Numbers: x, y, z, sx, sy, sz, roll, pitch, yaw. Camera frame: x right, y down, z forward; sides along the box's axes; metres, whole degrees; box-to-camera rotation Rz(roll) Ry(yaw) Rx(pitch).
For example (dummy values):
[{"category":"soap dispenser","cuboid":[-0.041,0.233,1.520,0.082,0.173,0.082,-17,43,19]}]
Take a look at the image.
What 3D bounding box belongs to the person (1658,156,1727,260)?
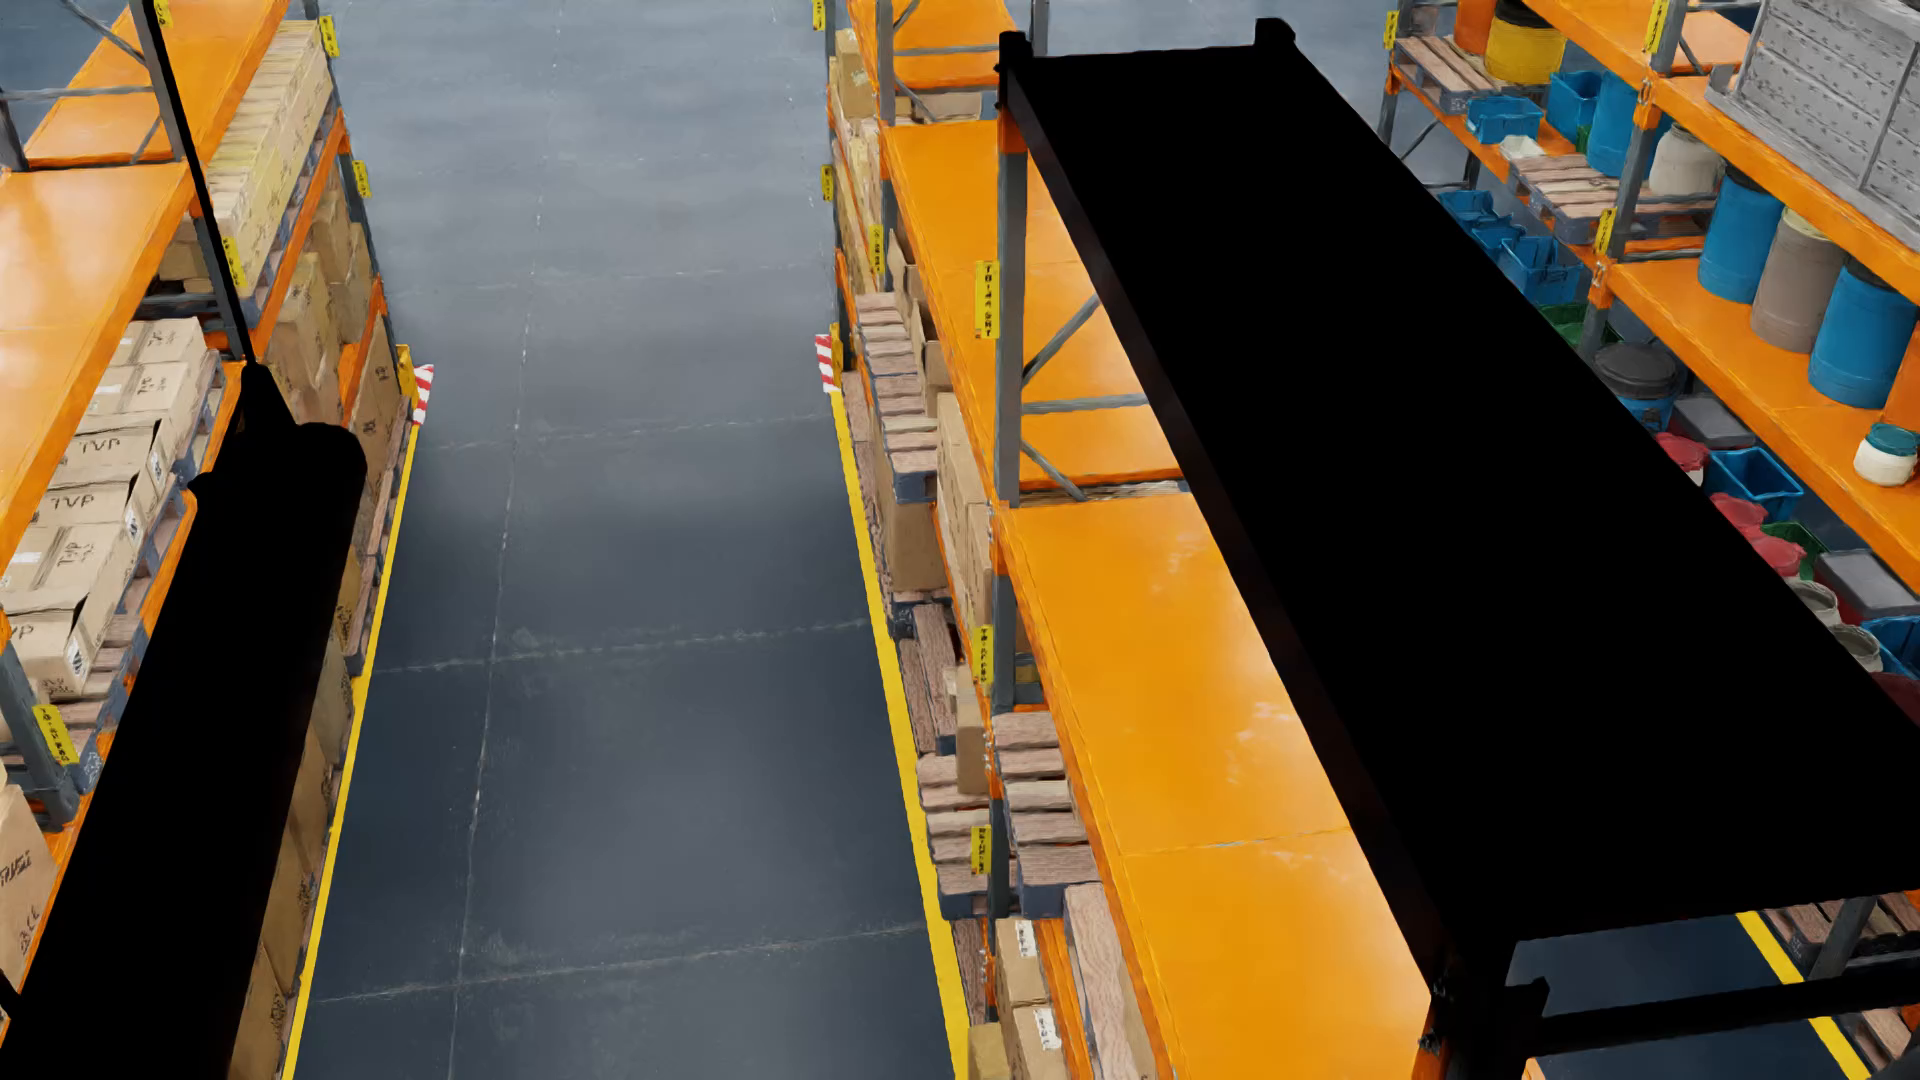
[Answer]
[{"category":"person","cuboid":[7.177,-3.274,16.457,0.677,1.742,0.552,-6,37,-8]}]
